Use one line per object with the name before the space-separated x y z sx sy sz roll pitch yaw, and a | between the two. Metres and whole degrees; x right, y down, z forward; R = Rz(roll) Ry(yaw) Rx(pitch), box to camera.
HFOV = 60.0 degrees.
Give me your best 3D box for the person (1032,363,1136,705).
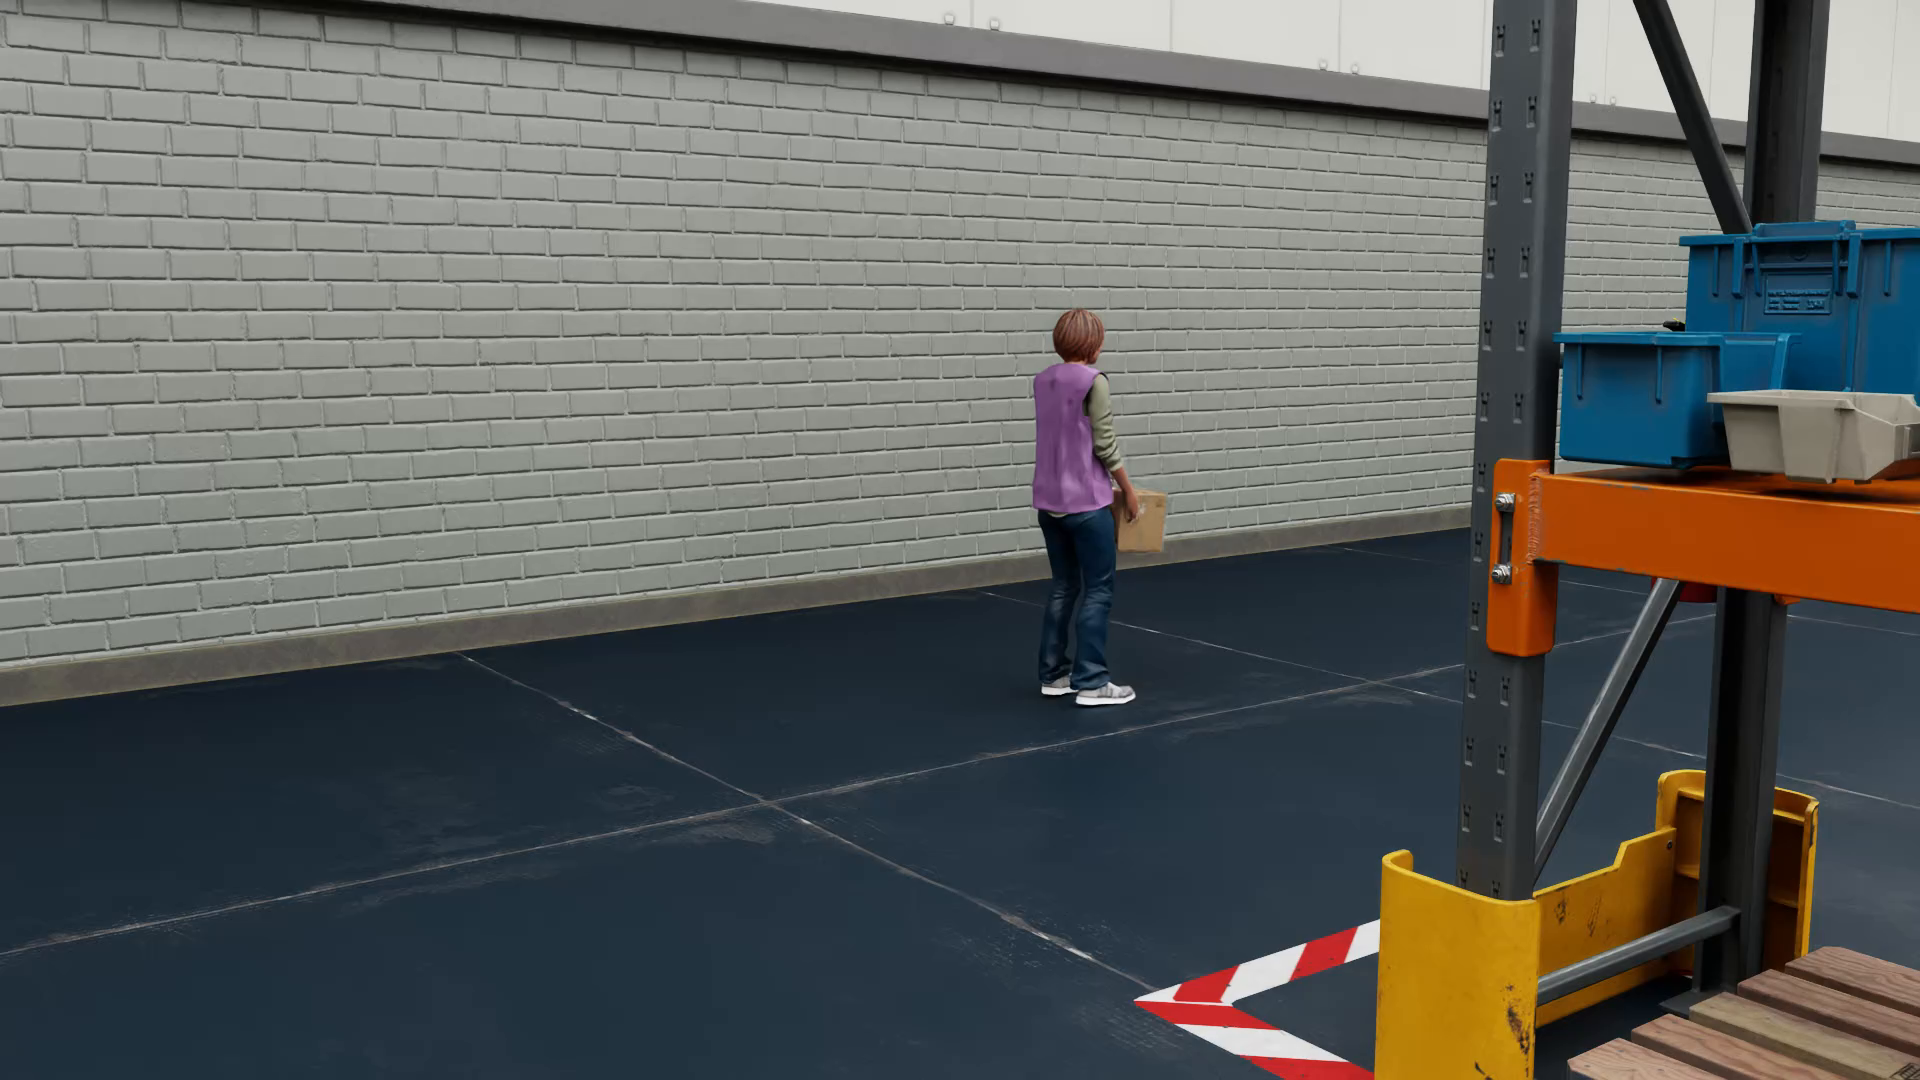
person | 0.481 -0.029 6.804 0.338 1.385 0.444 -6 10 -37
